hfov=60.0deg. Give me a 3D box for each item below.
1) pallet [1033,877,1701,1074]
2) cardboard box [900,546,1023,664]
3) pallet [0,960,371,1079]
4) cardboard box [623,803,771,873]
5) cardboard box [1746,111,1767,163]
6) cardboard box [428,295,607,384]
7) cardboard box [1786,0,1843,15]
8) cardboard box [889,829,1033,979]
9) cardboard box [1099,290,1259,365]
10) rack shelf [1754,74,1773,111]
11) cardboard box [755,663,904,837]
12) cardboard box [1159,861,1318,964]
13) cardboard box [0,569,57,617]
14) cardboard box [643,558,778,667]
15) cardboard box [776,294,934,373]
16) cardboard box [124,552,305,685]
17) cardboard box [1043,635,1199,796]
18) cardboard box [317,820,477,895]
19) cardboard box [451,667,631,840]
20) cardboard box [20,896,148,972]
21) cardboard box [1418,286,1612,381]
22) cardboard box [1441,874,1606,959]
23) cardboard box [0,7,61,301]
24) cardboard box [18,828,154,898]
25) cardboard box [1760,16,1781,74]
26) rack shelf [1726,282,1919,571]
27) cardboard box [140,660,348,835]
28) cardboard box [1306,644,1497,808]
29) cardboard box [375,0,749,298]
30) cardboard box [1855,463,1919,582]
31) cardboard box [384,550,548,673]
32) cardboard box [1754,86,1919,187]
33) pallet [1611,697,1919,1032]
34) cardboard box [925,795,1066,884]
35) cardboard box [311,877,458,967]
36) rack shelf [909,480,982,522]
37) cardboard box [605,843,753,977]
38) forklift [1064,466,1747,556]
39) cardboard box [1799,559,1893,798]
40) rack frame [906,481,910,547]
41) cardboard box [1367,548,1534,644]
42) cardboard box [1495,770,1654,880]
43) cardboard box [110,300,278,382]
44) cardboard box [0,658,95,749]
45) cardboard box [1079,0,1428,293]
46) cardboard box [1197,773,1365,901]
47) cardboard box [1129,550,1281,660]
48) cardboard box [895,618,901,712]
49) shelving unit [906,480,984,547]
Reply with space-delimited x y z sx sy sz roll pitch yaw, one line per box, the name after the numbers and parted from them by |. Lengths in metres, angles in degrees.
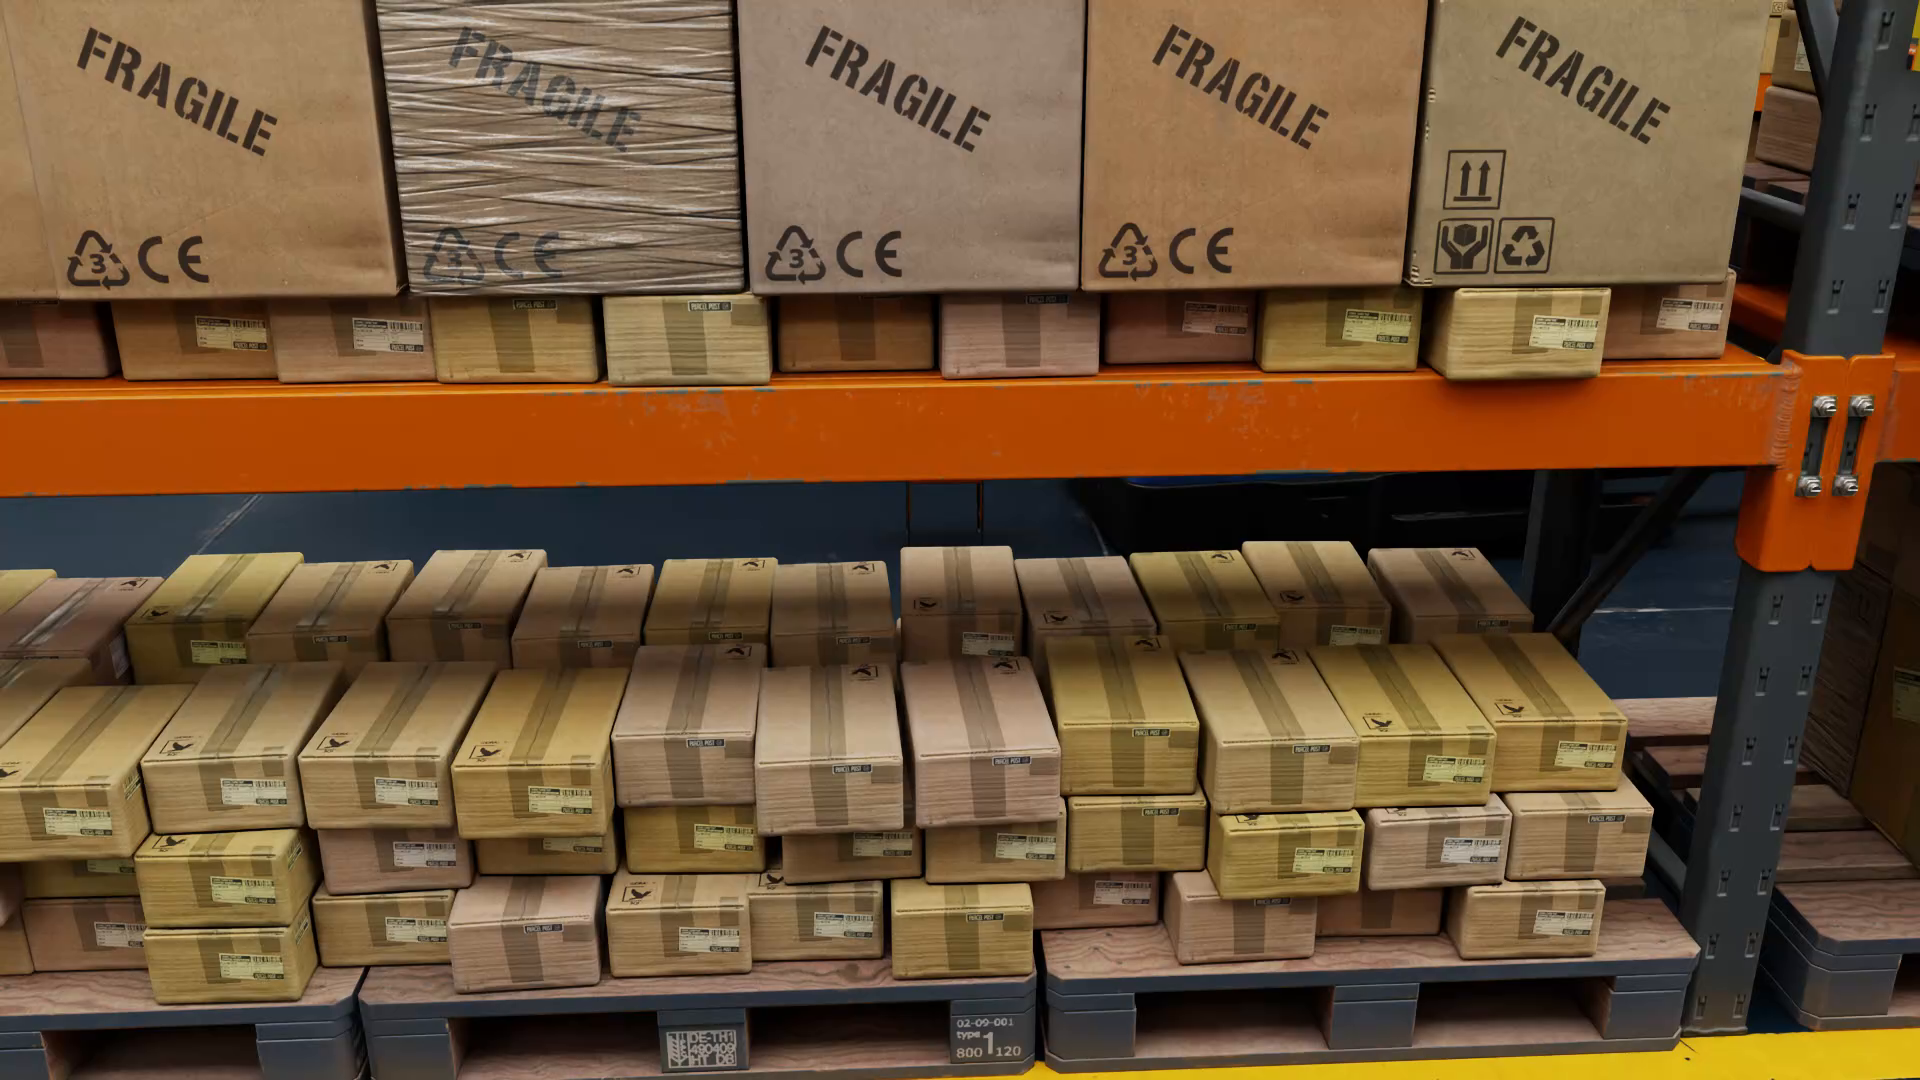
0.731 0.691 3.510 1.213 0.211 1.003 -1 21 -3 | pallet
-0.002 0.150 3.593 0.250 0.149 0.380 -1 21 -2 | cardboard box
-1.705 0.740 3.380 1.213 0.211 1.003 -1 21 -3 | pallet
-0.480 0.470 3.168 0.250 0.149 0.380 0 21 -1 | cardboard box
3.424 -1.678 8.209 0.875 0.875 0.875 -1 21 -2 | cardboard box
-0.698 -0.380 2.756 0.250 0.149 0.380 0 21 -1 | cardboard box
1.789 -1.073 3.150 0.250 0.149 0.380 0 21 -1 | cardboard box
-0.006 0.648 3.121 0.250 0.149 0.380 -1 21 -3 | cardboard box
0.345 -0.423 2.870 0.250 0.149 0.380 -2 21 -5 | cardboard box
3.013 -2.099 7.930 4.000 0.370 1.077 -1 21 -3 | rack shelf
-0.239 0.372 3.009 0.250 0.149 0.380 -2 21 -5 | cardboard box
0.503 0.630 3.166 0.250 0.149 0.380 -2 21 -5 | cardboard box
-2.080 0.200 3.460 0.250 0.149 0.380 -1 21 -2 | cardboard box
-0.518 0.176 3.524 0.250 0.149 0.380 -1 21 -3 | cardboard box
-0.179 -0.405 2.823 0.250 0.149 0.380 -1 21 -4 | cardboard box
-1.575 0.165 3.553 0.250 0.149 0.380 -2 21 -4 | cardboard box
0.294 0.324 3.136 0.250 0.149 0.380 0 21 -1 | cardboard box
-1.019 0.493 3.110 0.250 0.149 0.380 -2 21 -6 | cardboard box
-0.739 0.377 2.995 0.250 0.149 0.380 -1 21 -2 | cardboard box
-1.549 0.640 3.141 0.250 0.149 0.380 -1 21 -2 | cardboard box
0.877 -0.388 2.778 0.250 0.149 0.380 -2 21 -4 | cardboard box
1.027 0.627 3.176 0.250 0.149 0.380 -1 21 -2 | cardboard box
-1.597 -0.674 2.617 0.500 0.500 0.500 -1 21 -3 | cardboard box
-1.541 0.498 3.095 0.250 0.149 0.380 -1 21 -2 | cardboard box
3.506 -2.283 7.613 0.500 0.250 0.500 -1 21 -4 | cardboard box
3.396 -0.343 3.317 4.000 0.370 1.077 -1 21 -3 | rack shelf
-1.282 0.368 3.018 0.250 0.149 0.380 -2 21 -6 | cardboard box
0.806 0.338 3.097 0.250 0.149 0.380 -1 21 -2 | cardboard box
-0.599 -0.692 2.664 0.500 0.500 0.500 -2 21 -4 | cardboard box
2.128 -0.122 3.595 0.500 0.250 0.500 -2 21 -4 | cardboard box
-1.048 0.157 3.573 0.250 0.149 0.380 0 21 -1 | cardboard box
1.784 -0.796 3.258 0.250 0.149 0.380 -2 21 -4 | cardboard box
2.176 0.648 3.621 1.213 0.211 1.003 -1 21 -3 | pallet
0.058 0.482 3.138 0.250 0.149 0.380 -1 21 -2 | cardboard box
-1.038 0.635 3.155 0.250 0.149 0.380 -1 21 -3 | cardboard box
-0.053 -0.220 5.534 0.240 0.259 0.215 -1 21 -3 | rack shelf
-0.509 0.646 3.126 0.250 0.149 0.380 -1 21 -3 | cardboard box
1.922 -1.516 5.484 3.031 2.935 1.130 -4 21 -10 | forklift
2.124 0.229 3.727 0.500 0.500 0.500 -2 21 -4 | cardboard box
-0.175 -0.487 5.425 0.008 1.050 0.200 -1 21 -3 | rack frame
1.044 0.153 3.584 0.250 0.149 0.380 0 21 -1 | cardboard box
1.103 0.478 3.149 0.250 0.149 0.380 -1 21 -2 | cardboard box
-1.206 -0.387 2.775 0.250 0.149 0.380 -1 21 -4 | cardboard box
-1.783 0.362 3.034 0.250 0.149 0.380 -1 21 -2 | cardboard box
0.414 -0.704 2.696 0.500 0.500 0.500 -2 21 -5 | cardboard box
0.567 0.499 3.092 0.250 0.149 0.380 -2 21 -5 | cardboard box
0.515 0.160 3.565 0.250 0.149 0.380 -1 21 -4 | cardboard box
-0.015 0.309 3.593 0.250 0.149 0.380 0 21 -1 | cardboard box
-0.053 -0.490 5.431 0.252 1.050 0.215 -1 21 -3 | shelving unit
